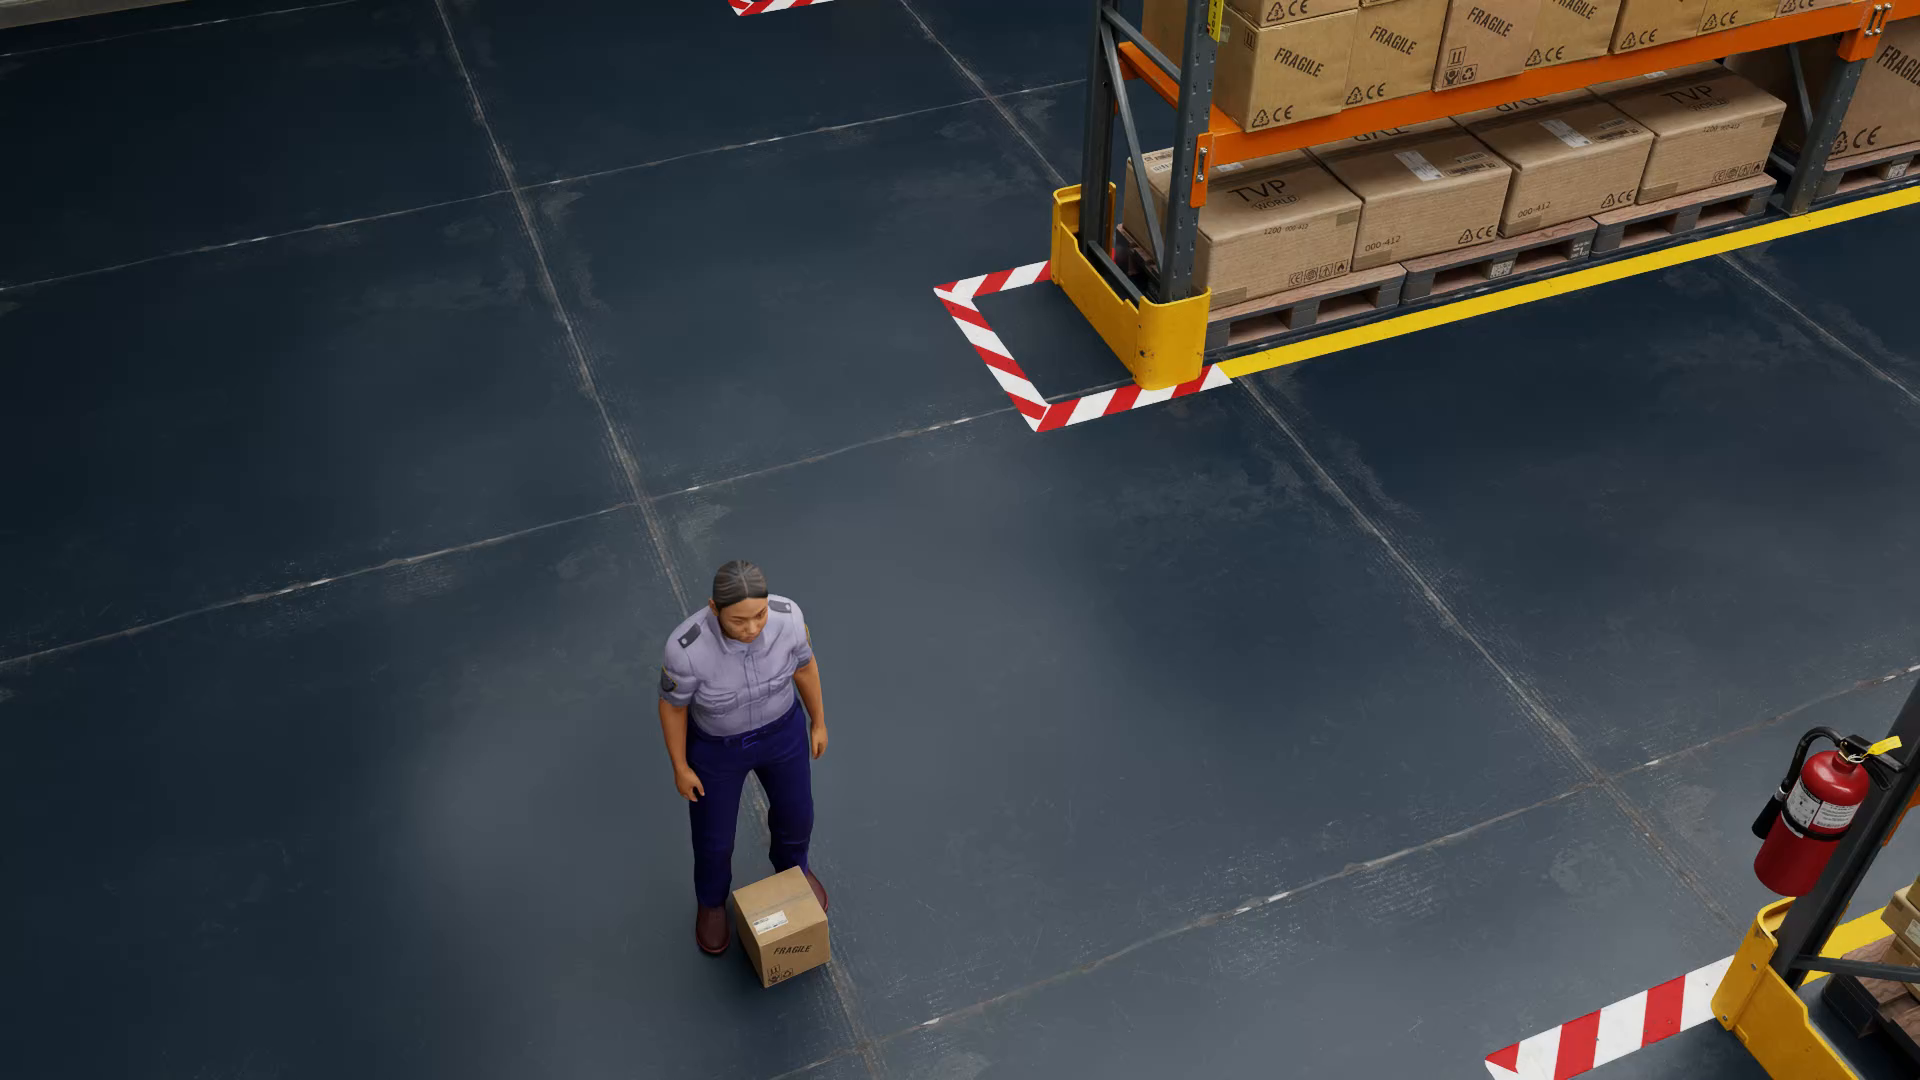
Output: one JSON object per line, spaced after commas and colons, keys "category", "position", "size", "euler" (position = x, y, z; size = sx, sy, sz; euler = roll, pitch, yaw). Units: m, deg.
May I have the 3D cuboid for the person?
{"category": "person", "position": [-0.706, 0.670, 5.432], "size": [0.560, 1.638, 0.366], "euler": [-17, 45, -18]}
